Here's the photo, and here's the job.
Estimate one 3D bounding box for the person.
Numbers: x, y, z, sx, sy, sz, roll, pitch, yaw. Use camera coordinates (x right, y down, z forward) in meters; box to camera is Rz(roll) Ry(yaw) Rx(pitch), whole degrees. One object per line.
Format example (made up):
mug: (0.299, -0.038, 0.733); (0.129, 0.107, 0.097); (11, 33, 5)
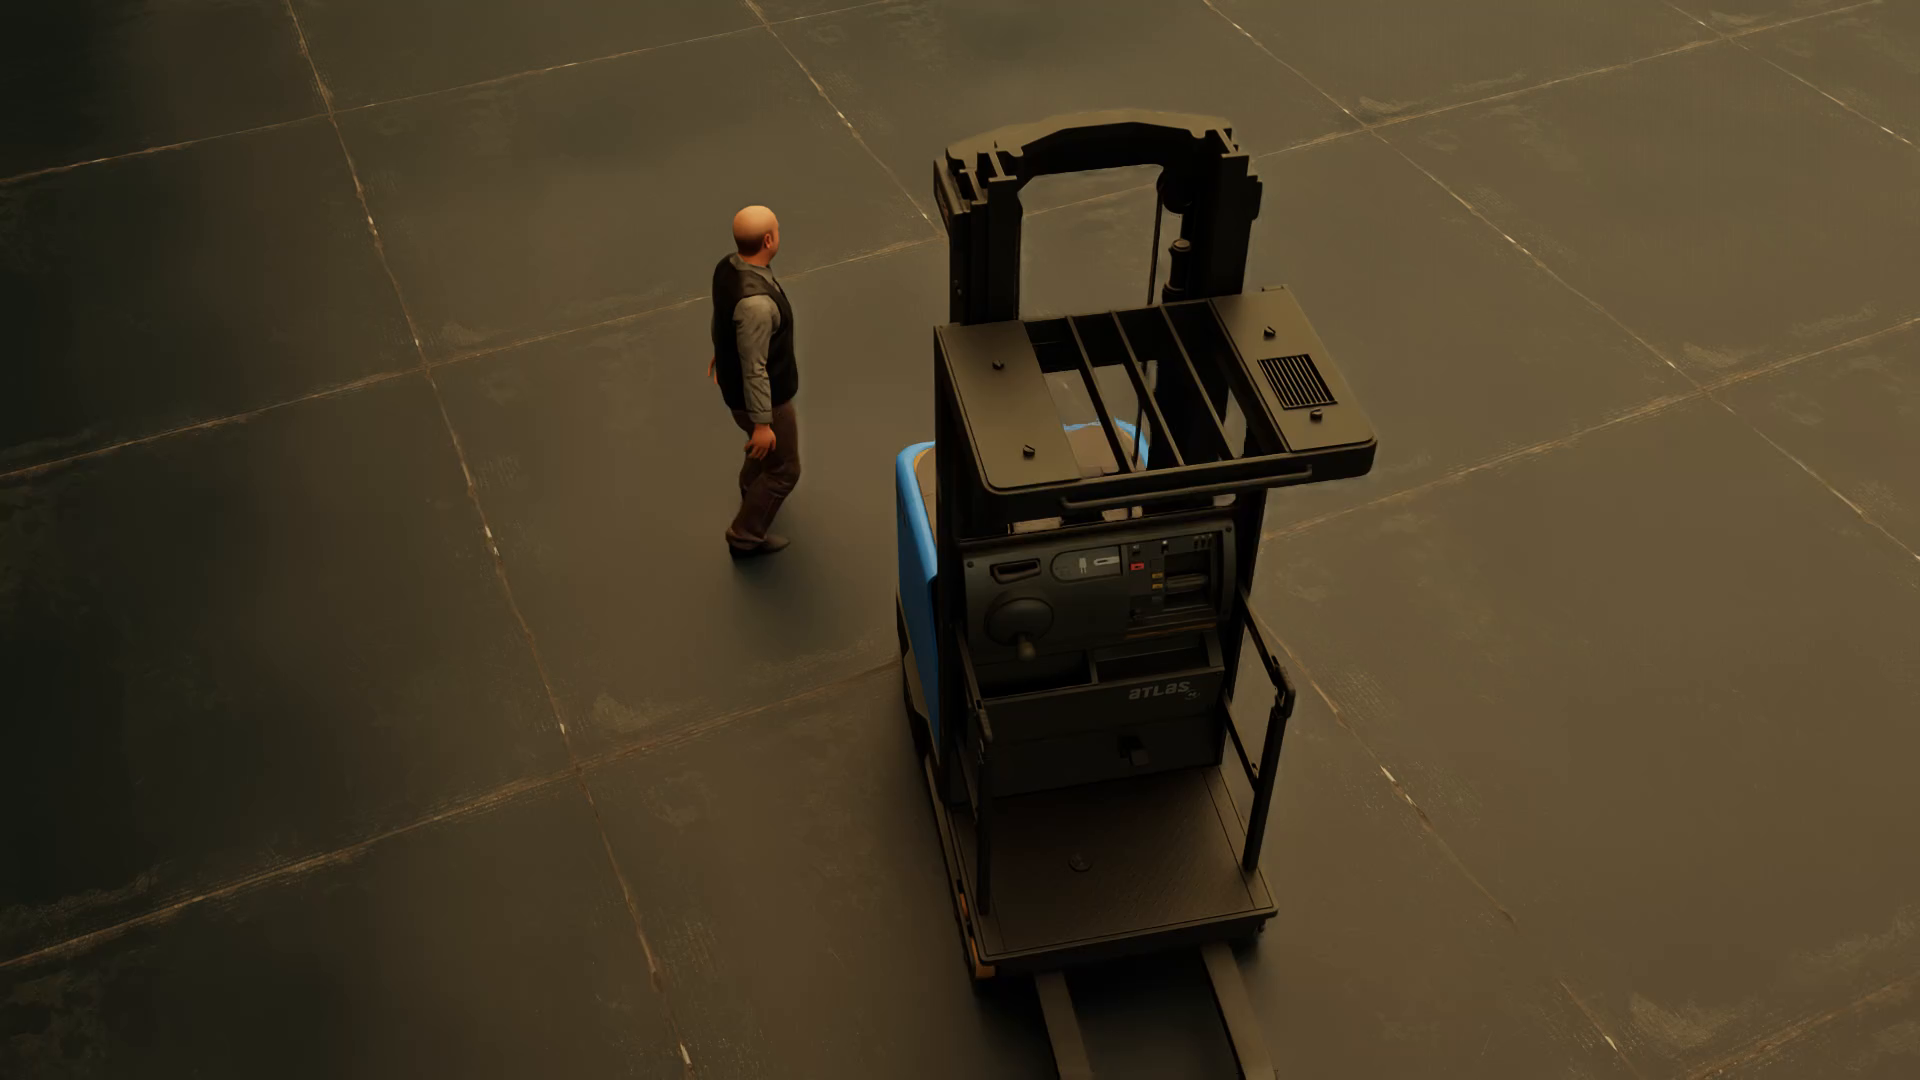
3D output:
person: (-0.923, -0.675, 7.351); (0.418, 1.694, 0.870); (-11, 44, -11)

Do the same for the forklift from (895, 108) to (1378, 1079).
forklift: (0.514, 0.256, 5.405); (1.130, 2.935, 3.031); (-8, 44, -8)
